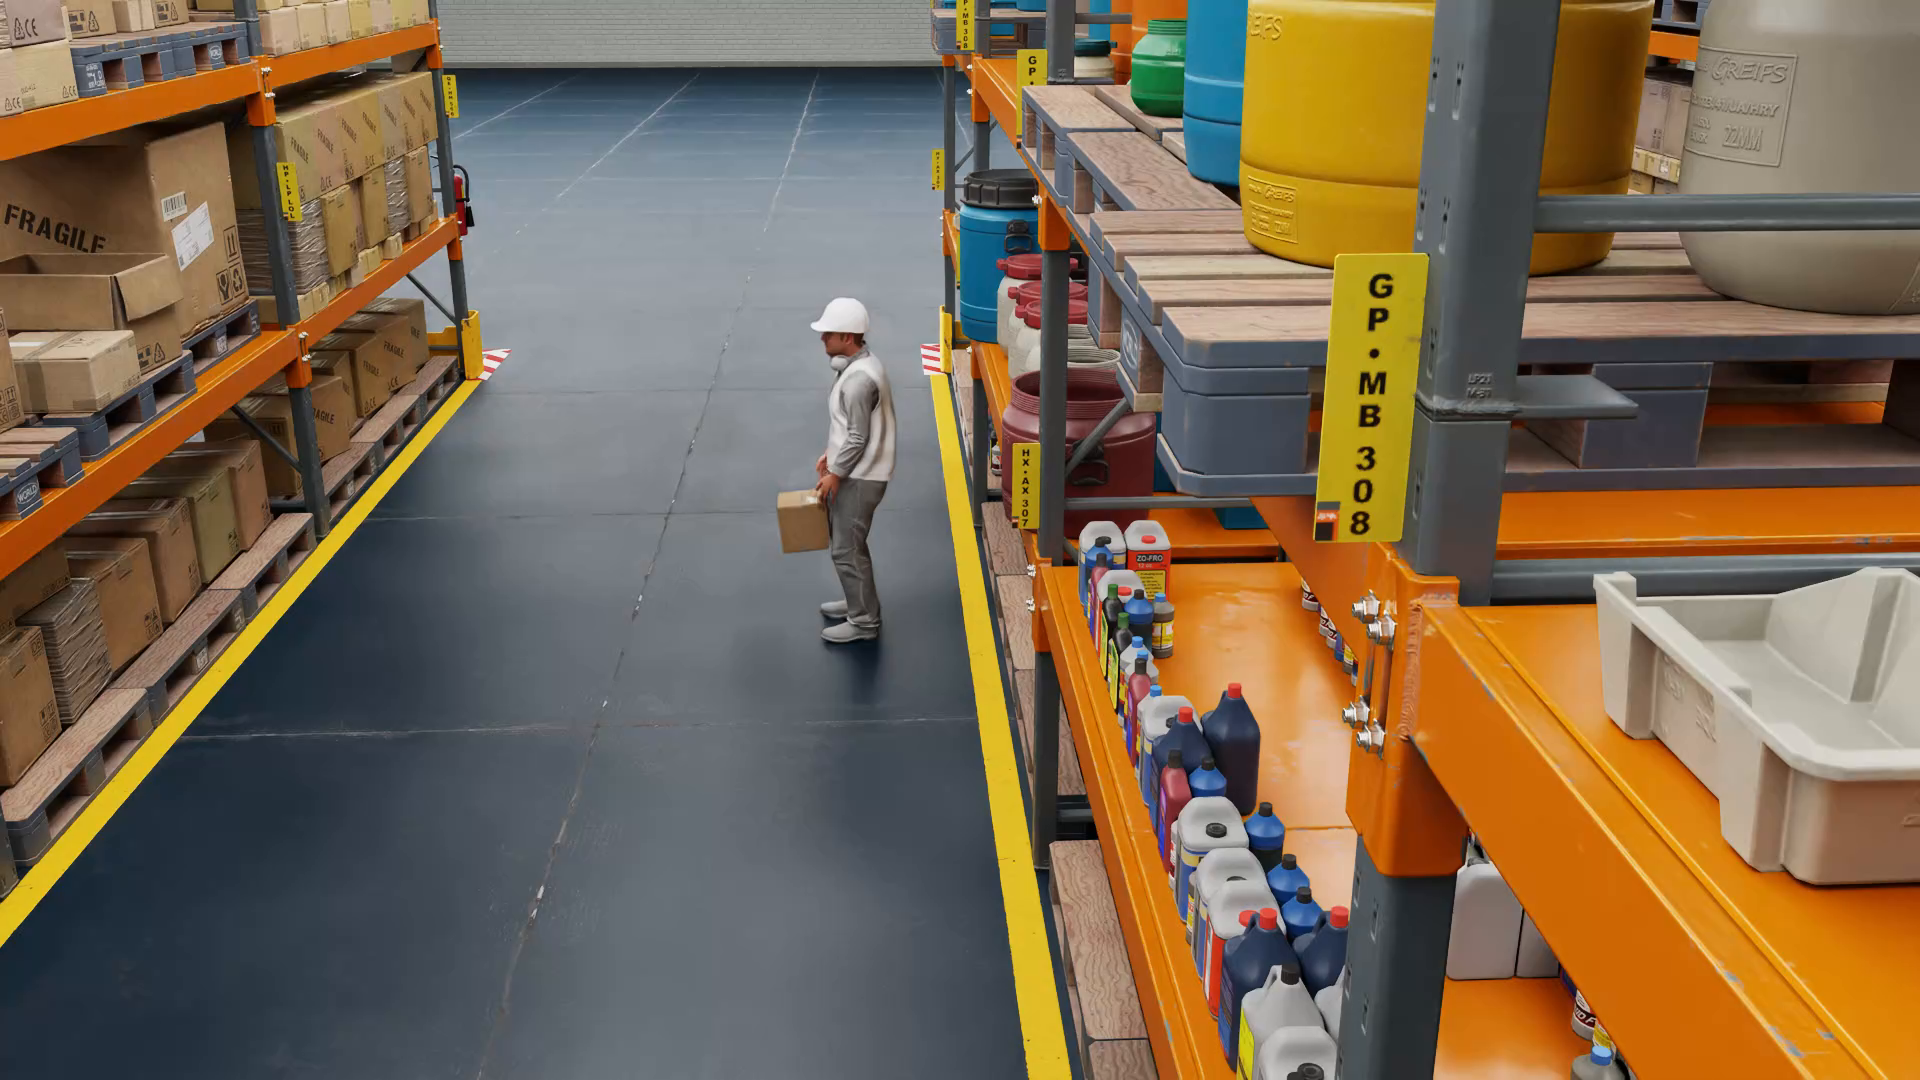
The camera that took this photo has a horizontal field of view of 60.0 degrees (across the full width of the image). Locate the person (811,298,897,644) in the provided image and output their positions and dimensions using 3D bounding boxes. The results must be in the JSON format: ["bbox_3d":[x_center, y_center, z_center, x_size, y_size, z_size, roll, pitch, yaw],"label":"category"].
[{"bbox_3d":[-0.533,-0.361,8.509,0.423,1.777,0.555,-2,20,-4],"label":"person"}]
